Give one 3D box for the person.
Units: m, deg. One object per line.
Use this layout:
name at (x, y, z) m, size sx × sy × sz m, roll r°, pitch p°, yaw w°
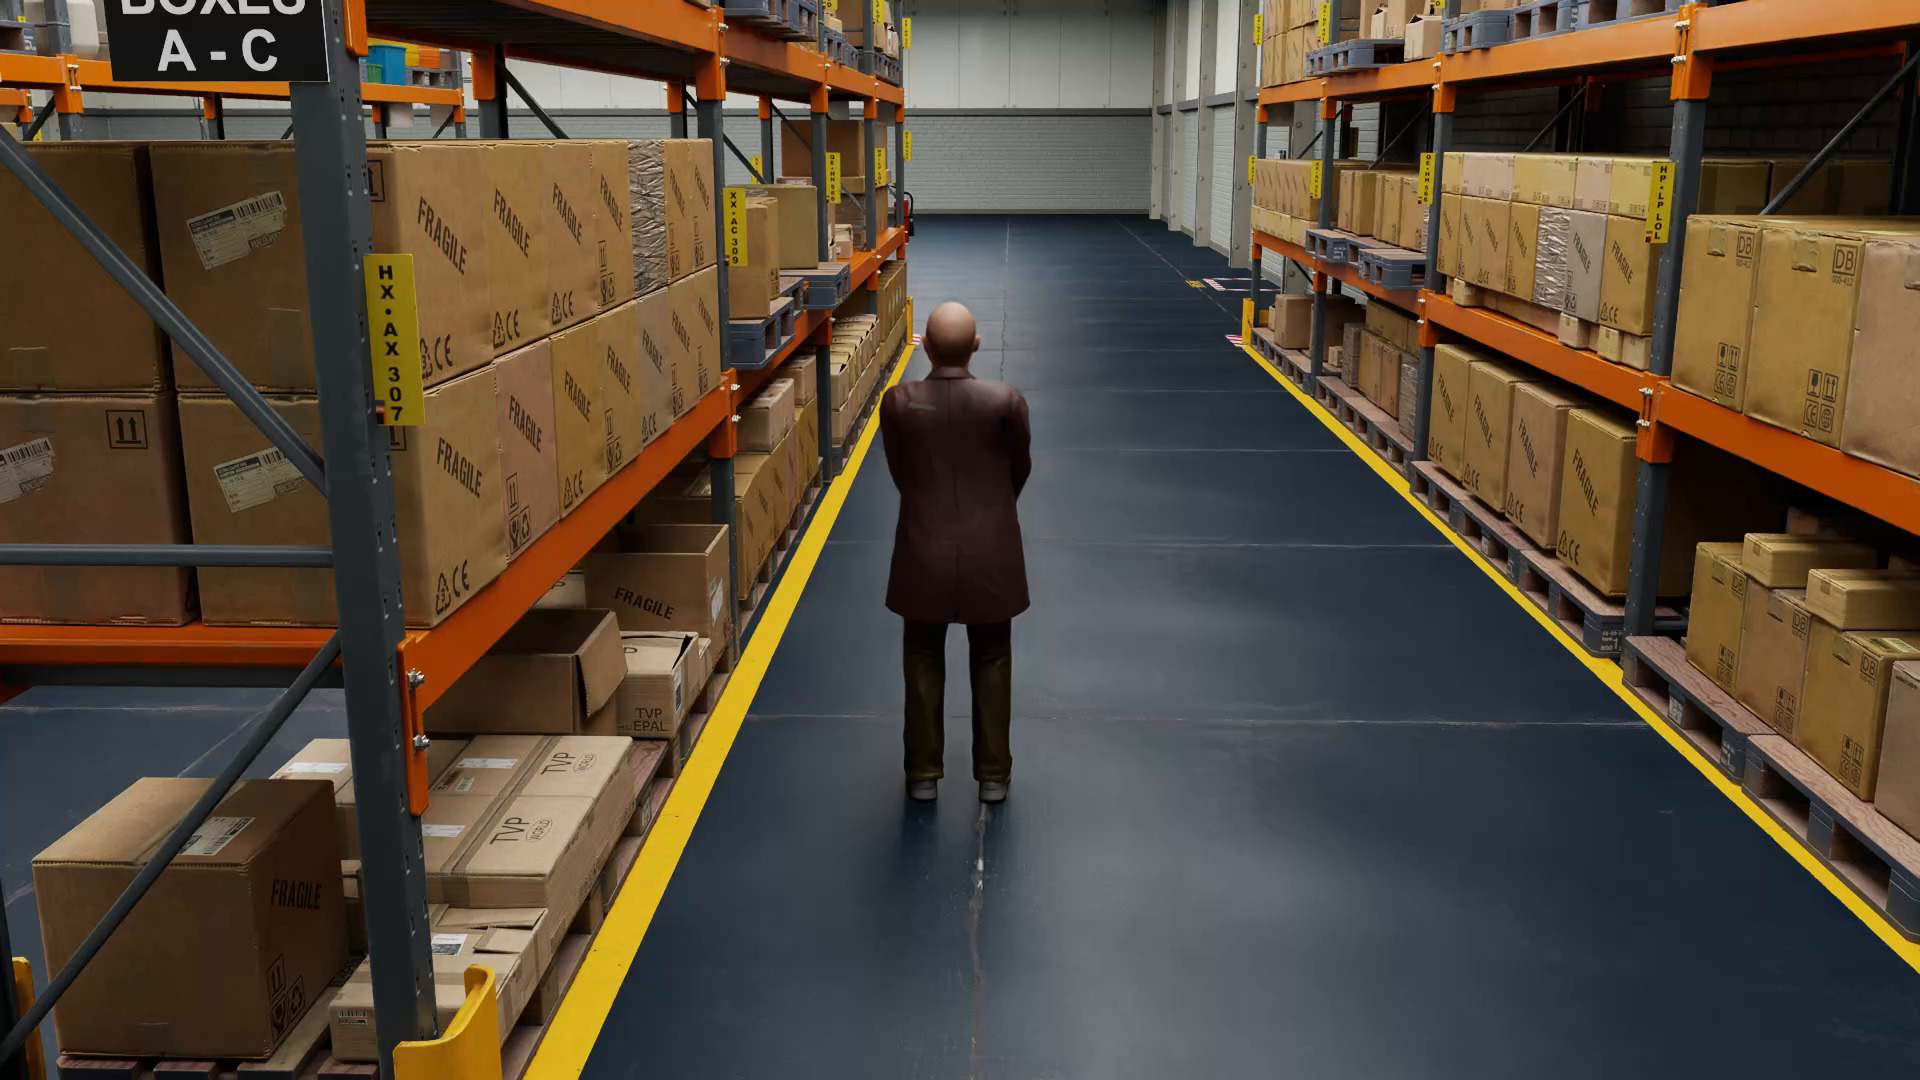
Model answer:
person at (-0.009, 0.023, 5.948) m, size 0.529 × 1.772 × 0.552 m, roll 1°, pitch 14°, yaw 3°
